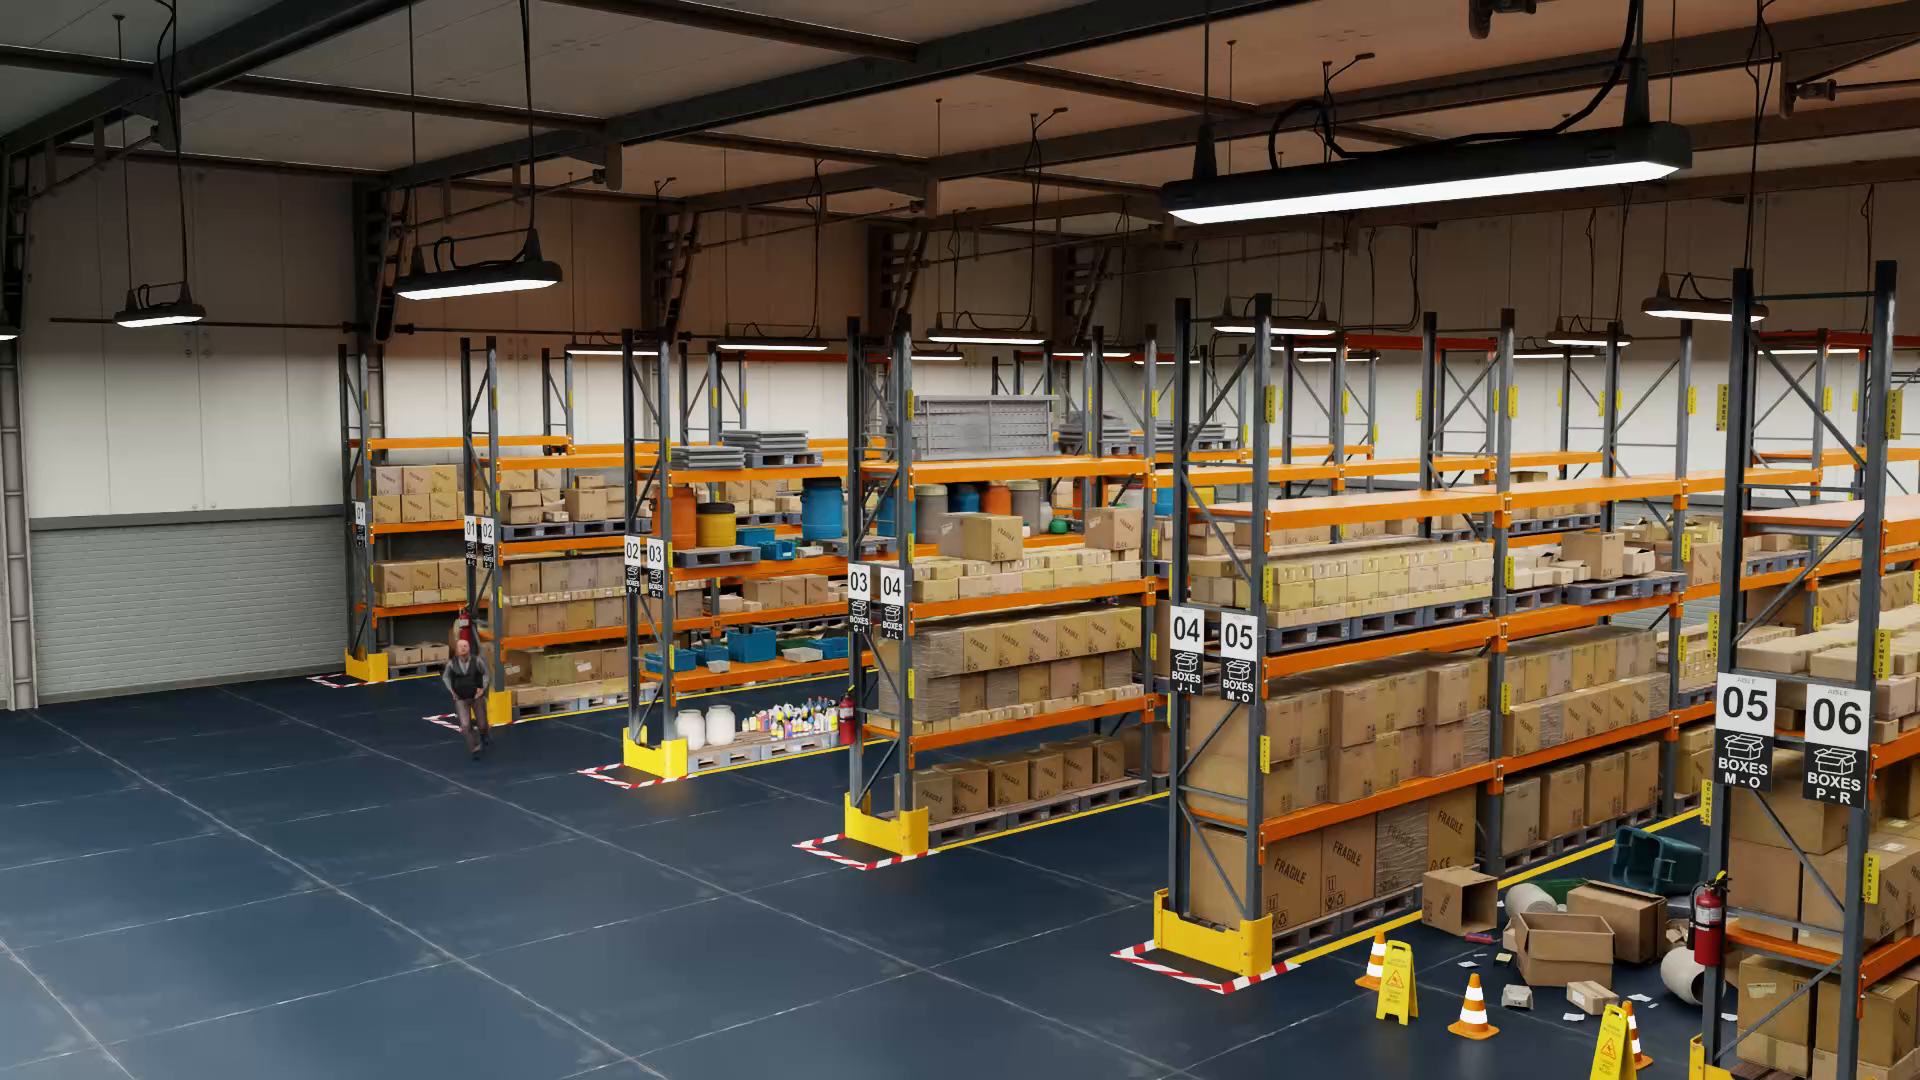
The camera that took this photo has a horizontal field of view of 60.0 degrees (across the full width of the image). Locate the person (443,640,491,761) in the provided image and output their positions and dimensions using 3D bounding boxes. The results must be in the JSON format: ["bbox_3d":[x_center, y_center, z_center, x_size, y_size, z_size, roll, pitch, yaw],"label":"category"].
[{"bbox_3d":[-6.975,2.236,23.515,0.658,1.671,0.752,-1,5,-10],"label":"person"}]

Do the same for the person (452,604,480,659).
[{"bbox_3d":[-8.249,1.868,27.703,0.572,1.639,0.713,1,5,11],"label":"person"}]
